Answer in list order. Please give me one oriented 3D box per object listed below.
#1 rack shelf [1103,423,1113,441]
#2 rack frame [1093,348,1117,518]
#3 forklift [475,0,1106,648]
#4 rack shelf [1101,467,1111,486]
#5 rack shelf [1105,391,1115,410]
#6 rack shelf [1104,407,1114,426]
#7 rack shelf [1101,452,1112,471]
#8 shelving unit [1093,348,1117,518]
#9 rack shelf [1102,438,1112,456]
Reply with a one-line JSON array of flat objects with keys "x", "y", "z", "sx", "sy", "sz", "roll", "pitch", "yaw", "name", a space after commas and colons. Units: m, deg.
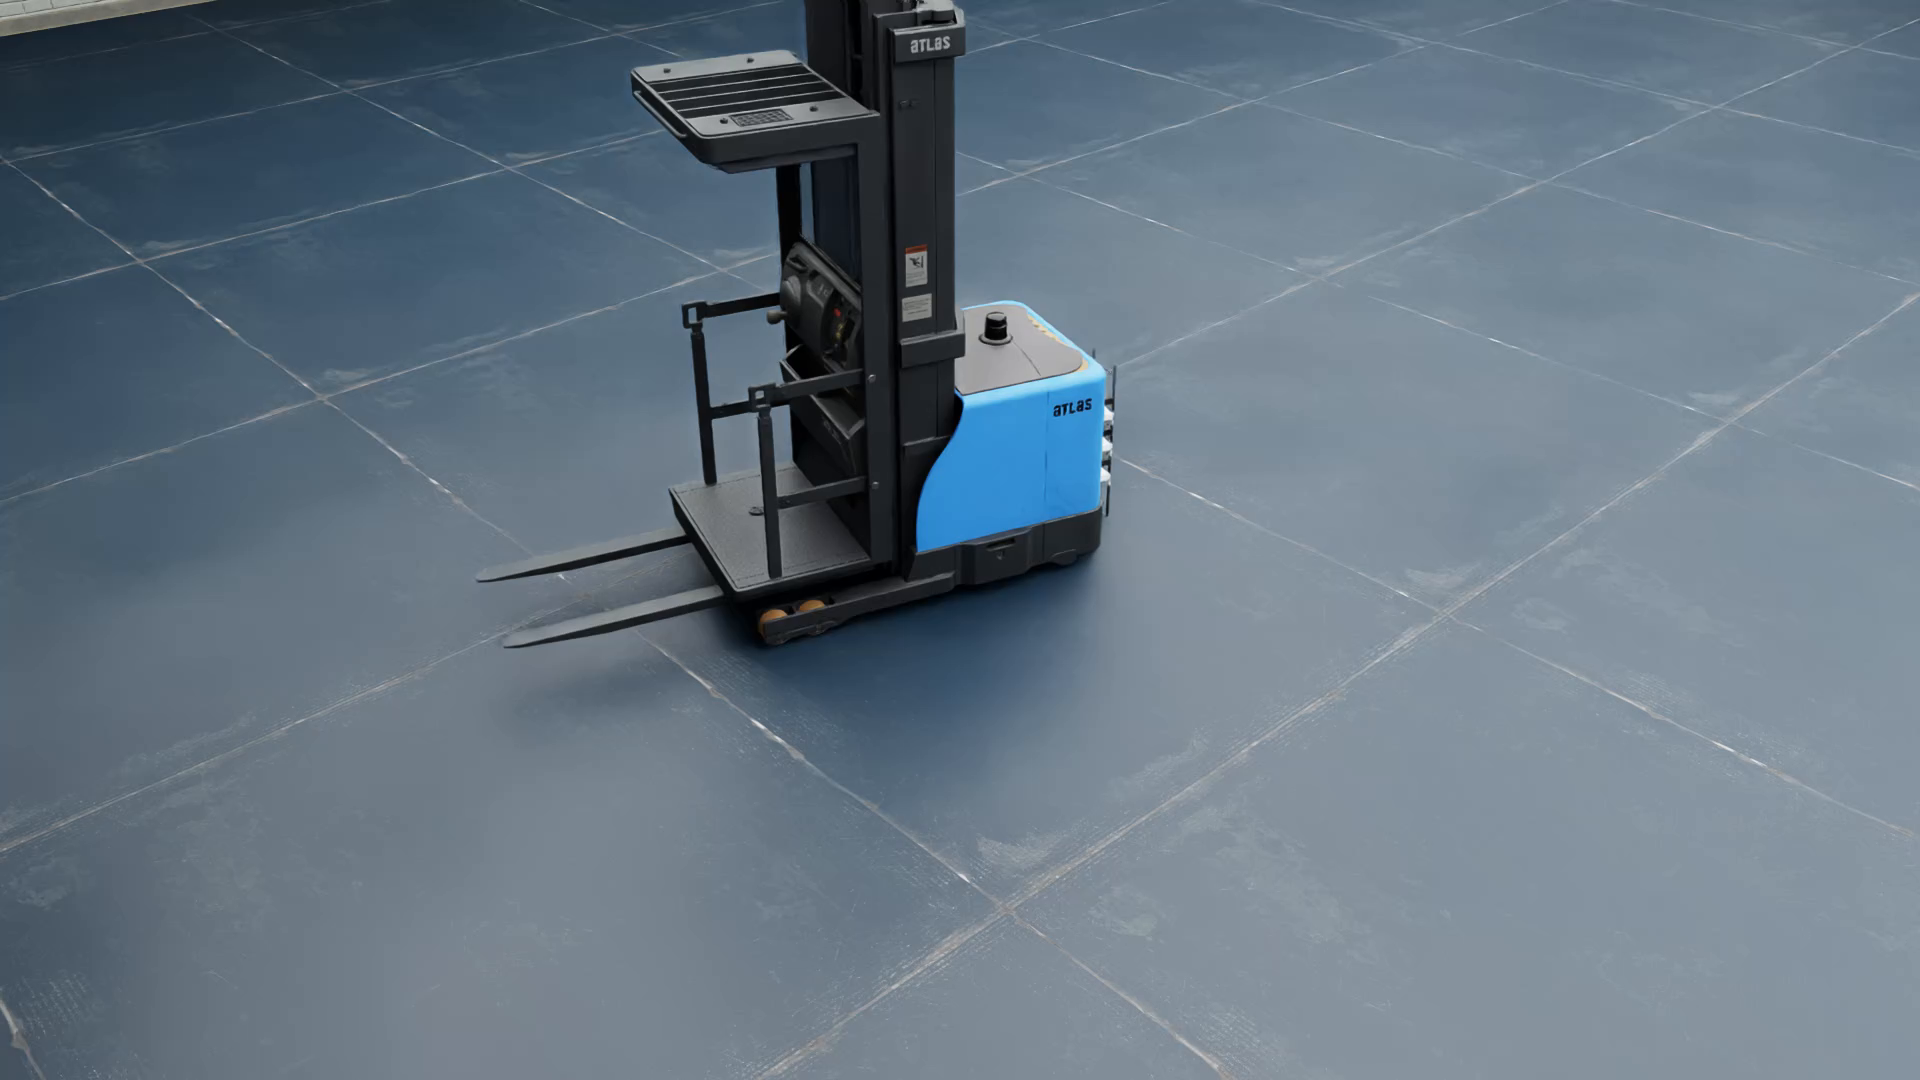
[{"x": 0.654, "y": -0.587, "z": 8.738, "sx": 0.200, "sy": 0.077, "sz": 0.258, "roll": -14, "pitch": 34, "yaw": -21, "name": "rack shelf"}, {"x": 0.746, "y": -0.561, "z": 8.804, "sx": 0.006, "sy": 0.900, "sz": 0.240, "roll": -14, "pitch": 34, "yaw": -21, "name": "rack frame"}, {"x": -0.833, "y": -1.065, "z": 7.683, "sx": 3.031, "sy": 2.935, "sz": 1.130, "roll": -14, "pitch": 34, "yaw": -21, "name": "forklift"}, {"x": 0.654, "y": -0.356, "z": 8.879, "sx": 0.200, "sy": 0.077, "sz": 0.258, "roll": -14, "pitch": 34, "yaw": -21, "name": "rack shelf"}, {"x": 0.654, "y": -0.740, "z": 8.644, "sx": 0.200, "sy": 0.077, "sz": 0.258, "roll": -14, "pitch": 34, "yaw": -21, "name": "rack shelf"}, {"x": 0.654, "y": -0.663, "z": 8.691, "sx": 0.200, "sy": 0.077, "sz": 0.258, "roll": -14, "pitch": 34, "yaw": -21, "name": "rack shelf"}, {"x": 0.654, "y": -0.433, "z": 8.832, "sx": 0.200, "sy": 0.077, "sz": 0.258, "roll": -14, "pitch": 34, "yaw": -21, "name": "rack shelf"}, {"x": 0.654, "y": -0.538, "z": 8.768, "sx": 0.210, "sy": 0.900, "sz": 0.258, "roll": -14, "pitch": 34, "yaw": -21, "name": "shelving unit"}, {"x": 0.654, "y": -0.510, "z": 8.785, "sx": 0.200, "sy": 0.077, "sz": 0.258, "roll": -14, "pitch": 34, "yaw": -21, "name": "rack shelf"}]
